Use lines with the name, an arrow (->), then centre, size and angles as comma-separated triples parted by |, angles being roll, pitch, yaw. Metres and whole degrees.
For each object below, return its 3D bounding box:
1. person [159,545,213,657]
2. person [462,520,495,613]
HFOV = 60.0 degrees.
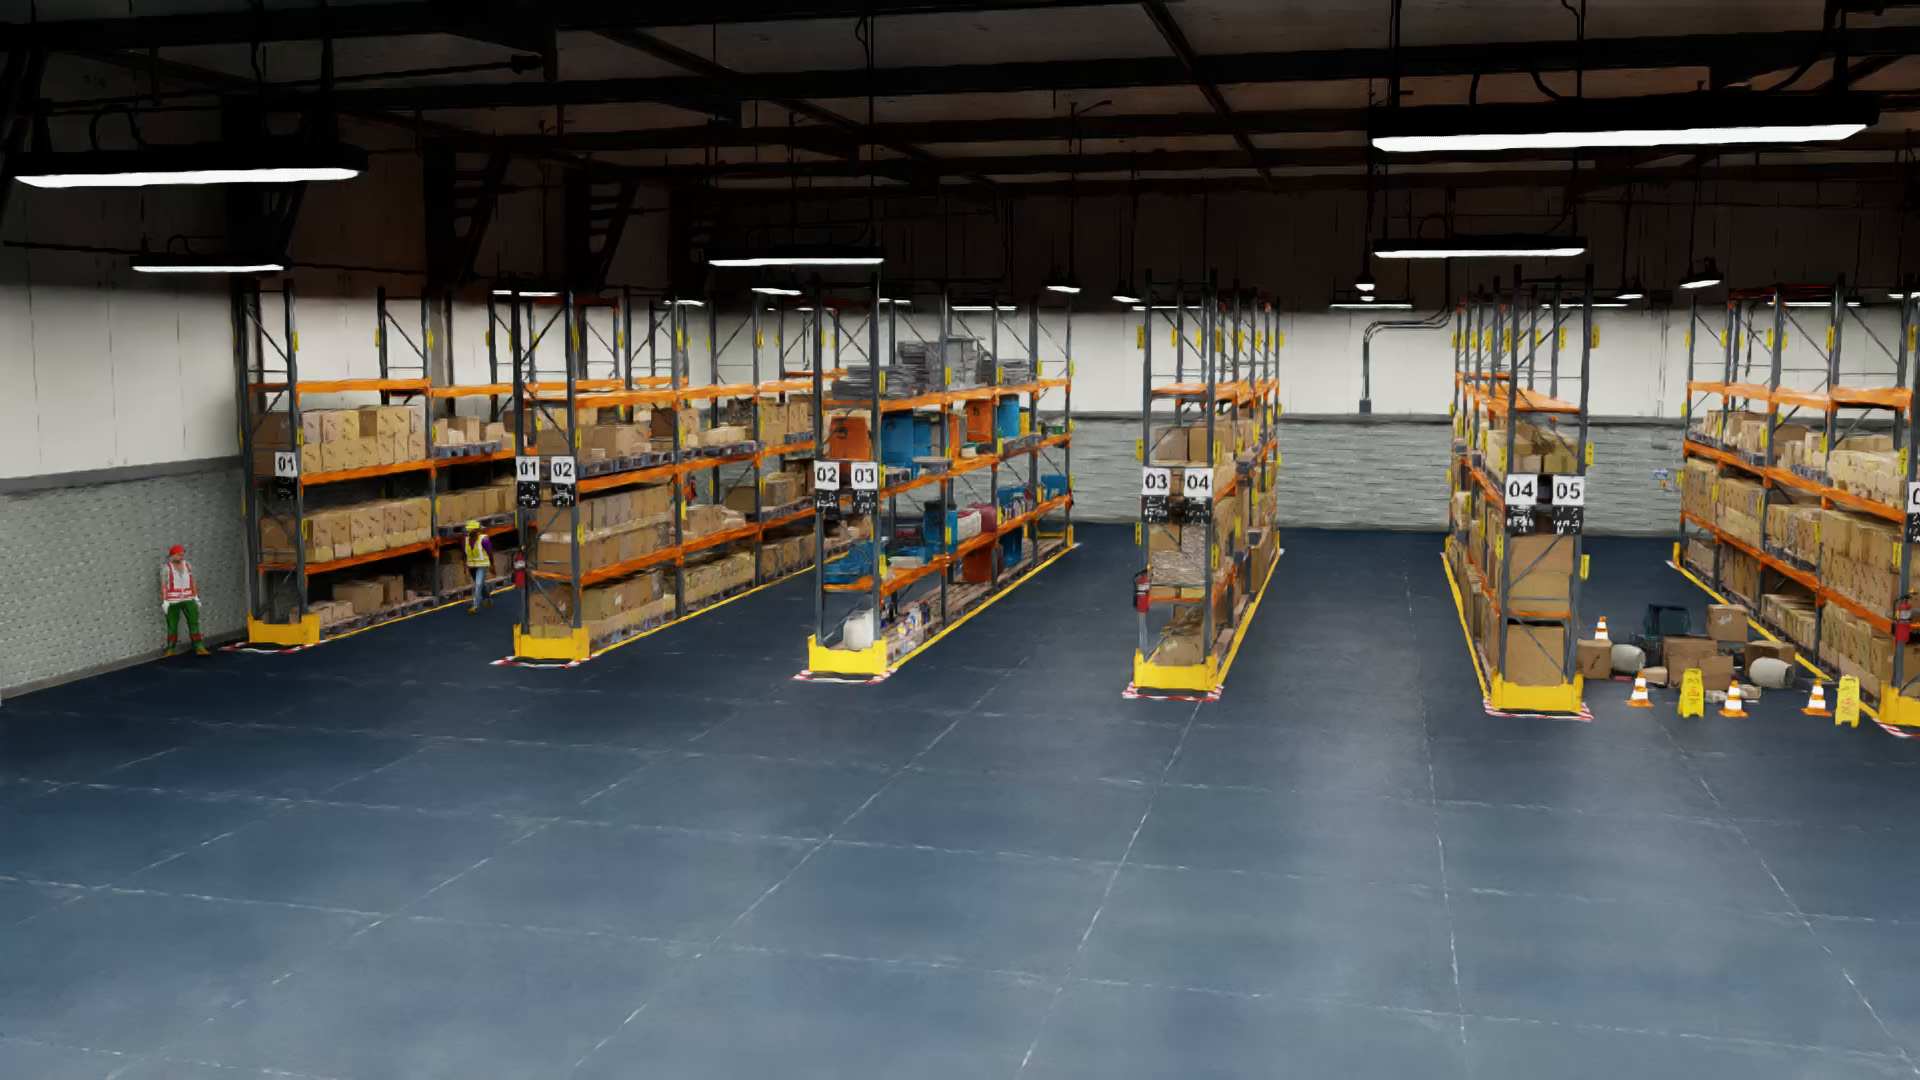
person -> -12.294, 0.956, 26.292 | 0.692, 1.786, 0.532 | -6, 9, -42
person -> -8.965, 0.466, 30.790 | 0.577, 1.691, 1.121 | 2, 7, 16
